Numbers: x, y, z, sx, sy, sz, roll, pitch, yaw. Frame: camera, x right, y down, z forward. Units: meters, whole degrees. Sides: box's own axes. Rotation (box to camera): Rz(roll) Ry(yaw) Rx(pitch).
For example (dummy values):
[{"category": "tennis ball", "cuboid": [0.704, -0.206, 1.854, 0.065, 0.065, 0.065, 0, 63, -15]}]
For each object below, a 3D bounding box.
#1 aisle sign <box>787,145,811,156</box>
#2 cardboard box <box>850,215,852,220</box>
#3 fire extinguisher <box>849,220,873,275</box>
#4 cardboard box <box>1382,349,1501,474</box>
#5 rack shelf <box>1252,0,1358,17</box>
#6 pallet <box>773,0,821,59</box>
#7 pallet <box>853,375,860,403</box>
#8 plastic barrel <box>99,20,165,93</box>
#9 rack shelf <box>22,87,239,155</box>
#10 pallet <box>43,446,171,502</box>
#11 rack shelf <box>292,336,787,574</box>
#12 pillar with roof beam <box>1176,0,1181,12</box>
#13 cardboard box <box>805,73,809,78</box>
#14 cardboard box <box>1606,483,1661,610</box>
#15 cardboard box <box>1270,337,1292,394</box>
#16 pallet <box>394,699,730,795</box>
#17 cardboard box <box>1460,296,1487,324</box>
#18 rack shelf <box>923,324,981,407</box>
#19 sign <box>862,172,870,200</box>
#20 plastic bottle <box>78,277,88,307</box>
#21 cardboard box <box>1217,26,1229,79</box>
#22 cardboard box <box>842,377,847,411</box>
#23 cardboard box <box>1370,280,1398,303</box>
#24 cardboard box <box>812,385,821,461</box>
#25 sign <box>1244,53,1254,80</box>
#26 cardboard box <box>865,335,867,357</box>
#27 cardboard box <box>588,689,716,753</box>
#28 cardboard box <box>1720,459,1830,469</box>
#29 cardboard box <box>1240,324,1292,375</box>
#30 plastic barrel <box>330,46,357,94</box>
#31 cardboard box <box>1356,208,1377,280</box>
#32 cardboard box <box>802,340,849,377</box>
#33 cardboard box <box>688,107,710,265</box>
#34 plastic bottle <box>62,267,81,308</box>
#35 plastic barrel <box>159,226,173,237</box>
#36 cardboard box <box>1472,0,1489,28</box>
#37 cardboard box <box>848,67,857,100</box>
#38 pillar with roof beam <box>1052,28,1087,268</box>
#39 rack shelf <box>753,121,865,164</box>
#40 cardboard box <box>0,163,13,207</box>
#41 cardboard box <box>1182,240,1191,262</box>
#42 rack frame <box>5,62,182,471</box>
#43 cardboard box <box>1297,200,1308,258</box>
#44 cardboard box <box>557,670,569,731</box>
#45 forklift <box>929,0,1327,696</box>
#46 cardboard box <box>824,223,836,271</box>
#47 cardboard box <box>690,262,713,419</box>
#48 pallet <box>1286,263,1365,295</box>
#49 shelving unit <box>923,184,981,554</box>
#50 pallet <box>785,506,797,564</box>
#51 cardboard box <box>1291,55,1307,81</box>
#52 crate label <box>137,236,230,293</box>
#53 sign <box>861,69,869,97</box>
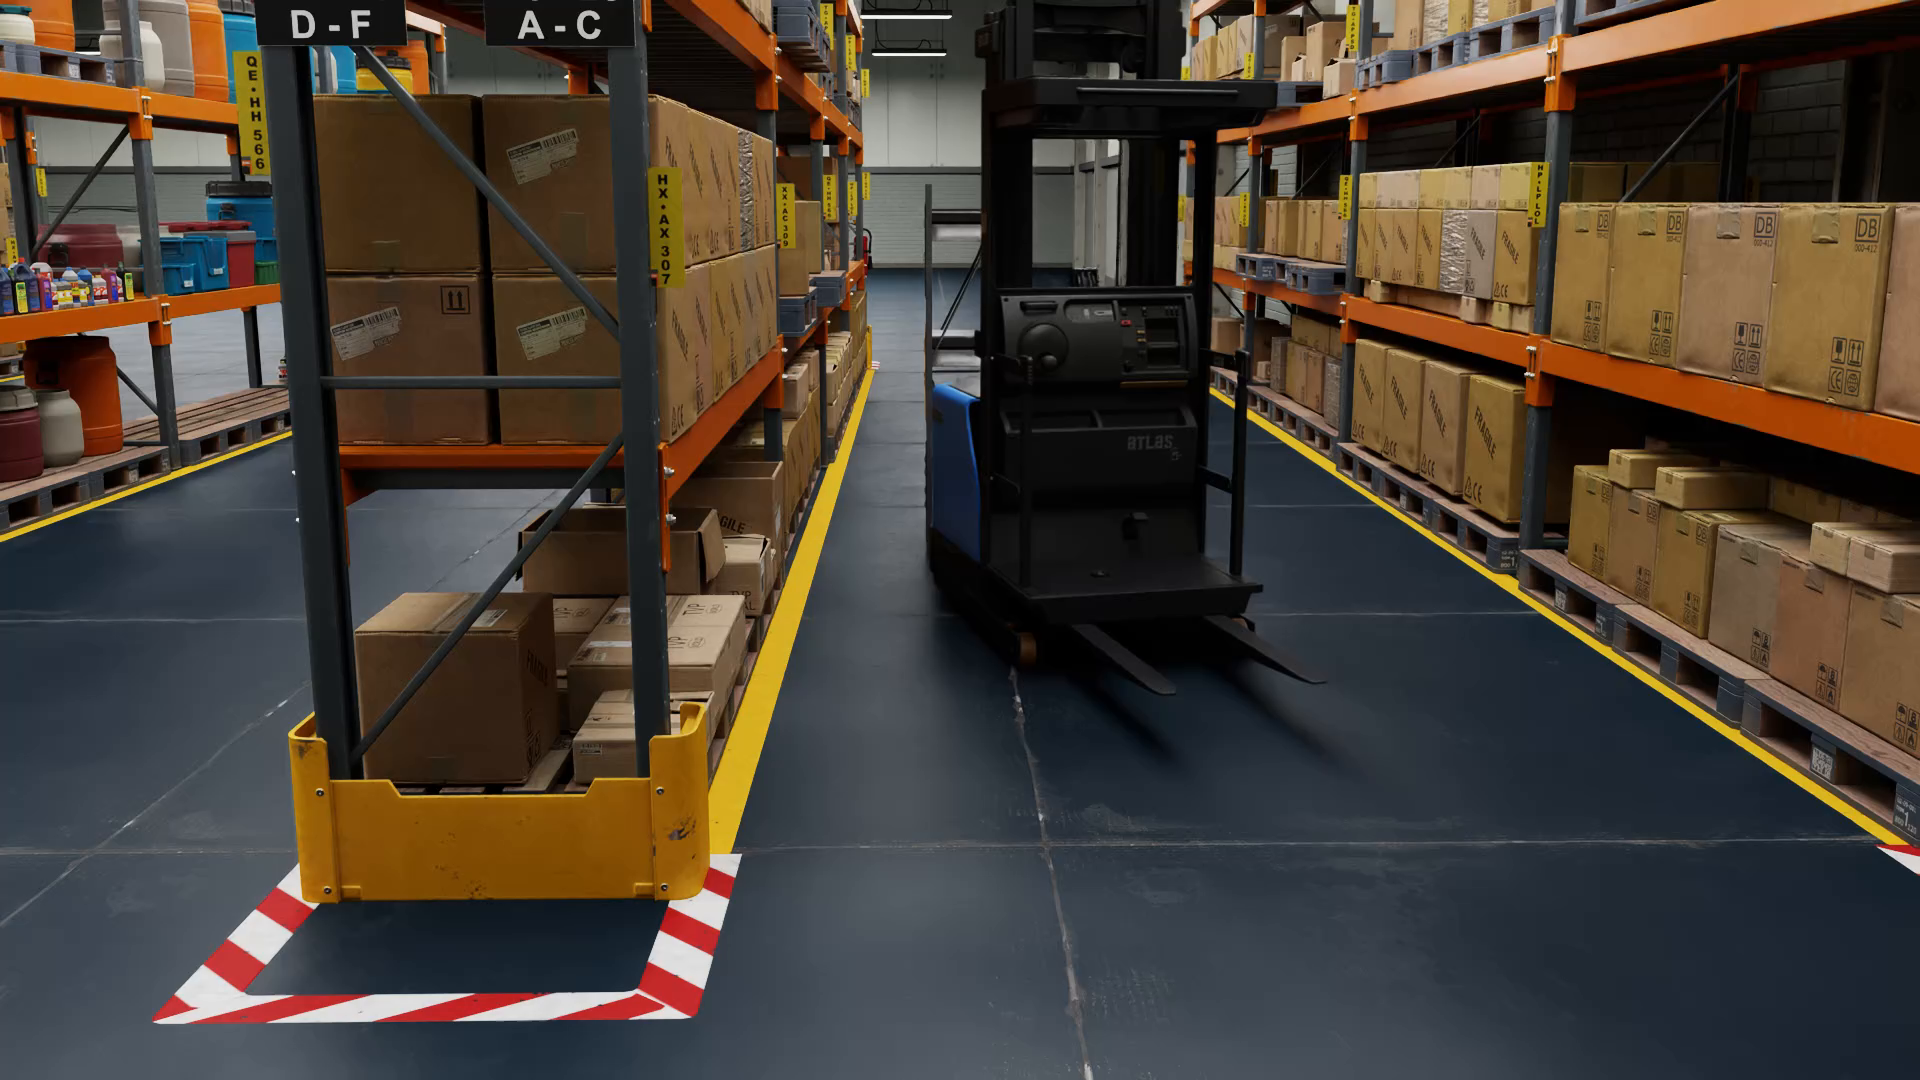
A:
[{"category": "aisle sign", "cuboid": [-1.991, -4.899, 20.126, 0.394, 0.787, 0.004, 0, 11, -1]}, {"category": "cardboard box", "cuboid": [-1.479, -3.853, 19.625, 0.380, 0.149, 0.250, 0, 11, 0]}, {"category": "fire extinguisher", "cuboid": [-1.222, -3.601, 20.459, 0.296, 0.674, 0.183, 0, 11, -1]}, {"category": "cardboard box", "cuboid": [3.330, -0.876, 11.182, 0.750, 0.750, 0.750, 0, 11, -1]}, {"category": "rack shelf", "cuboid": [3.393, -4.833, 14.066, 1.077, 0.370, 4.000, 0, 11, -1]}, {"category": "pallet", "cuboid": [-1.379, -2.736, 8.929, 1.213, 0.211, 1.003, 0, 11, -1]}, {"category": "pallet", "cuboid": [-1.576, -1.610, 17.464, 1.003, 0.211, 1.213, 0, 11, -1]}, {"category": "plastic barrel", "cuboid": [-6.171, -3.591, 12.392, 0.421, 0.512, 0.421, 0, 11, 0]}, {"category": "rack shelf", "cuboid": [-6.512, -3.519, 14.124, 1.077, 0.370, 4.000, 0, 11, -1]}, {"category": "pallet", "cuboid": [-6.413, -0.480, 11.897, 1.003, 0.211, 1.213, 0, 11, -1]}, {"category": "rack shelf", "cuboid": [-1.395, -0.478, 6.680, 1.077, 0.370, 4.000, 0, 11, -1]}, {"category": "pillar with roof beam", "cuboid": [-0.404, -8.807, 30.836, 9.100, 9.000, 0.400, 0, 11, -1]}, {"category": "cardboard box", "cuboid": [-1.455, -3.251, 10.743, 0.910, 0.500, 0.500, 0, 11, -1]}, {"category": "cardboard box", "cuboid": [3.437, 0.019, 7.652, 0.700, 0.500, 0.500, 0, 11, -2]}, {"category": "cardboard box", "cuboid": [3.383, -1.684, 15.995, 0.700, 0.500, 0.500, 0, 11, 1]}, {"category": "pallet", "cuboid": [-1.372, 0.760, 5.782, 1.003, 0.211, 1.213, 0, 11, -1]}, {"category": "cardboard box", "cuboid": [3.173, -1.356, 9.780, 0.380, 0.149, 0.250, 0, 11, -1]}, {"category": "rack shelf", "cuboid": [0.003, -0.983, 9.691, 0.431, 0.518, 0.480, 0, 11, -1]}, {"category": "sign", "cuboid": [-1.141, -4.296, 20.185, 0.100, 0.325, 0.005, 0, 11, -1]}, {"category": "plastic bottle", "cuboid": [-6.041, -1.701, 11.397, 0.097, 0.201, 0.097, 0, 11, 0]}, {"category": "cardboard box", "cuboid": [3.027, -5.169, 17.635, 0.500, 0.500, 0.500, -1, 11, -3]}, {"category": "cardboard box", "cuboid": [-1.274, -1.292, 14.743, 0.500, 0.250, 0.500, 0, 11, 0]}, {"category": "cardboard box", "cuboid": [3.127, -1.761, 11.778, 0.380, 0.149, 0.250, 0, 11, 1]}, {"category": "cardboard box", "cuboid": [-1.265, -0.829, 11.781, 0.500, 0.500, 0.500, 0, 11, 1]}, {"category": "sign", "cuboid": [2.809, -4.559, 16.143, 0.100, 0.325, 0.005, 0, 11, -1]}, {"category": "cardboard box", "cuboid": [-1.355, -2.267, 19.549, 0.500, 0.250, 0.500, 0, 11, -1]}, {"category": "cardboard box", "cuboid": [-1.023, 0.606, 5.549, 0.380, 0.166, 0.250, 0, 11, -1]}, {"category": "cardboard box", "cuboid": [3.644, -0.271, 7.451, 0.380, 0.149, 0.250, -1, 11, -3]}, {"category": "cardboard box", "cuboid": [3.290, -2.036, 17.732, 0.500, 0.500, 0.500, -1, 12, -5]}, {"category": "plastic barrel", "cuboid": [-6.467, -4.919, 16.898, 0.600, 0.901, 0.708, 0, 11, -1]}, {"category": "cardboard box", "cuboid": [3.188, -2.151, 12.069, 0.500, 0.500, 0.500, 0, 11, 1]}, {"category": "cardboard box", "cuboid": [-1.281, -1.670, 15.193, 0.500, 0.311, 0.500, 0, 11, -1]}, {"category": "cardboard box", "cuboid": [-1.117, -1.165, 5.492, 0.500, 0.500, 0.500, 0, 11, -1]}, {"category": "plastic bottle", "cuboid": [-6.039, -1.716, 11.295, 0.097, 0.271, 0.097, 0, 11, 0]}, {"category": "plastic barrel", "cuboid": [-6.714, -2.346, 13.796, 0.421, 0.512, 0.421, 0, 11, 0]}, {"category": "cardboard box", "cuboid": [3.586, -3.369, 10.221, 0.700, 0.500, 0.500, 0, 11, -1]}, {"category": "cardboard box", "cuboid": [-1.509, -4.941, 17.659, 0.797, 0.503, 0.637, 1, 12, 5]}, {"category": "pillar with roof beam", "cuboid": [-0.776, -12.385, 48.473, 9.100, 9.000, 0.548, 0, 11, -1]}, {"category": "rack shelf", "cuboid": [-1.643, -4.333, 18.140, 1.077, 0.370, 4.000, 0, 11, -1]}, {"category": "cardboard box", "cuboid": [-11.330, -4.150, 19.456, 0.500, 0.500, 0.500, 0, 11, -1]}, {"category": "cardboard box", "cuboid": [2.961, -3.473, 19.959, 0.500, 0.250, 0.500, -1, 11, -3]}, {"category": "rack frame", "cuboid": [-6.471, -2.004, 12.391, 1.000, 3.000, 0.127, 0, 11, -1]}, {"category": "cardboard box", "cuboid": [3.377, -2.761, 14.766, 0.700, 0.500, 0.500, 1, 12, 7]}, {"category": "cardboard box", "cuboid": [-1.529, 0.552, 5.813, 0.380, 0.166, 0.250, 0, 11, -1]}, {"category": "forklift", "cuboid": [0.695, -0.957, 7.403, 1.130, 2.935, 3.031, -3, 12, -14]}, {"category": "cardboard box", "cuboid": [-1.617, -2.956, 16.832, 0.700, 0.500, 0.500, -1, 11, -3]}, {"category": "cardboard box", "cuboid": [-1.115, -0.674, 5.585, 0.500, 0.500, 0.500, 0, 11, -2]}, {"category": "pallet", "cuboid": [3.313, -2.092, 13.307, 1.213, 0.211, 1.003, 0, 11, -1]}, {"category": "shelving unit", "cuboid": [0.003, -0.996, 9.688, 0.431, 2.100, 0.503, 0, 11, -1]}, {"category": "pallet", "cuboid": [-1.491, -0.023, 9.642, 1.003, 0.211, 1.213, 0, 11, -1]}, {"category": "cardboard box", "cuboid": [3.295, -4.240, 15.039, 0.500, 0.311, 0.500, 0, 11, 1]}, {"category": "crate label", "cuboid": [-6.221, -2.220, 13.366, 0.502, 0.435, 0.616, 0, 11, -1]}, {"category": "sign", "cuboid": [-1.141, -5.478, 19.945, 0.100, 0.325, 0.005, 0, 11, -1]}]
